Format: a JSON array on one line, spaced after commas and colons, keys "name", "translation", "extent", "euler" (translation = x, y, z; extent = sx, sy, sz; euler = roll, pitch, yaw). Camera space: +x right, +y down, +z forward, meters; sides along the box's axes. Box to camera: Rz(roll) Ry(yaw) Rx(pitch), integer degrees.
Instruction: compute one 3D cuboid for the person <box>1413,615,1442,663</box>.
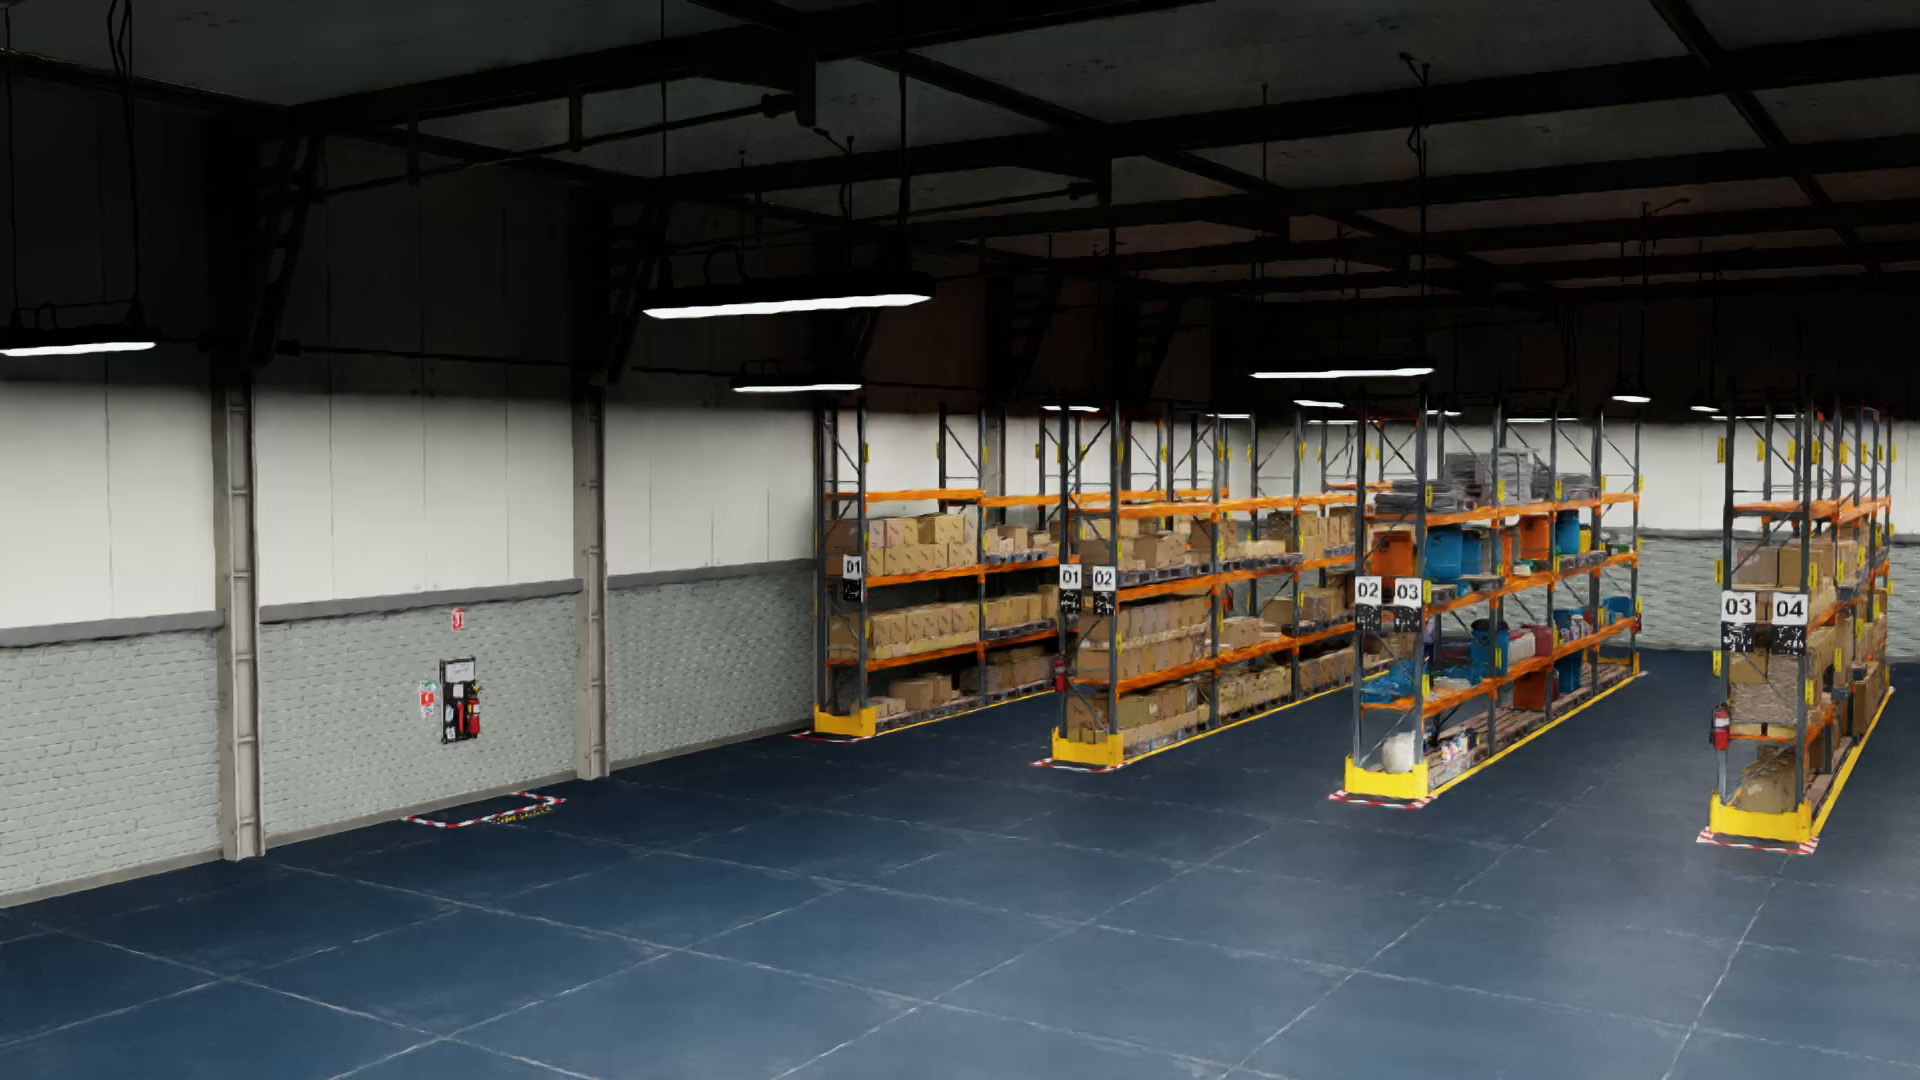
[{"name": "person", "translation": [10.127, 2.321, 36.052], "extent": [0.625, 1.596, 0.514], "euler": [2, 3, 30]}]
